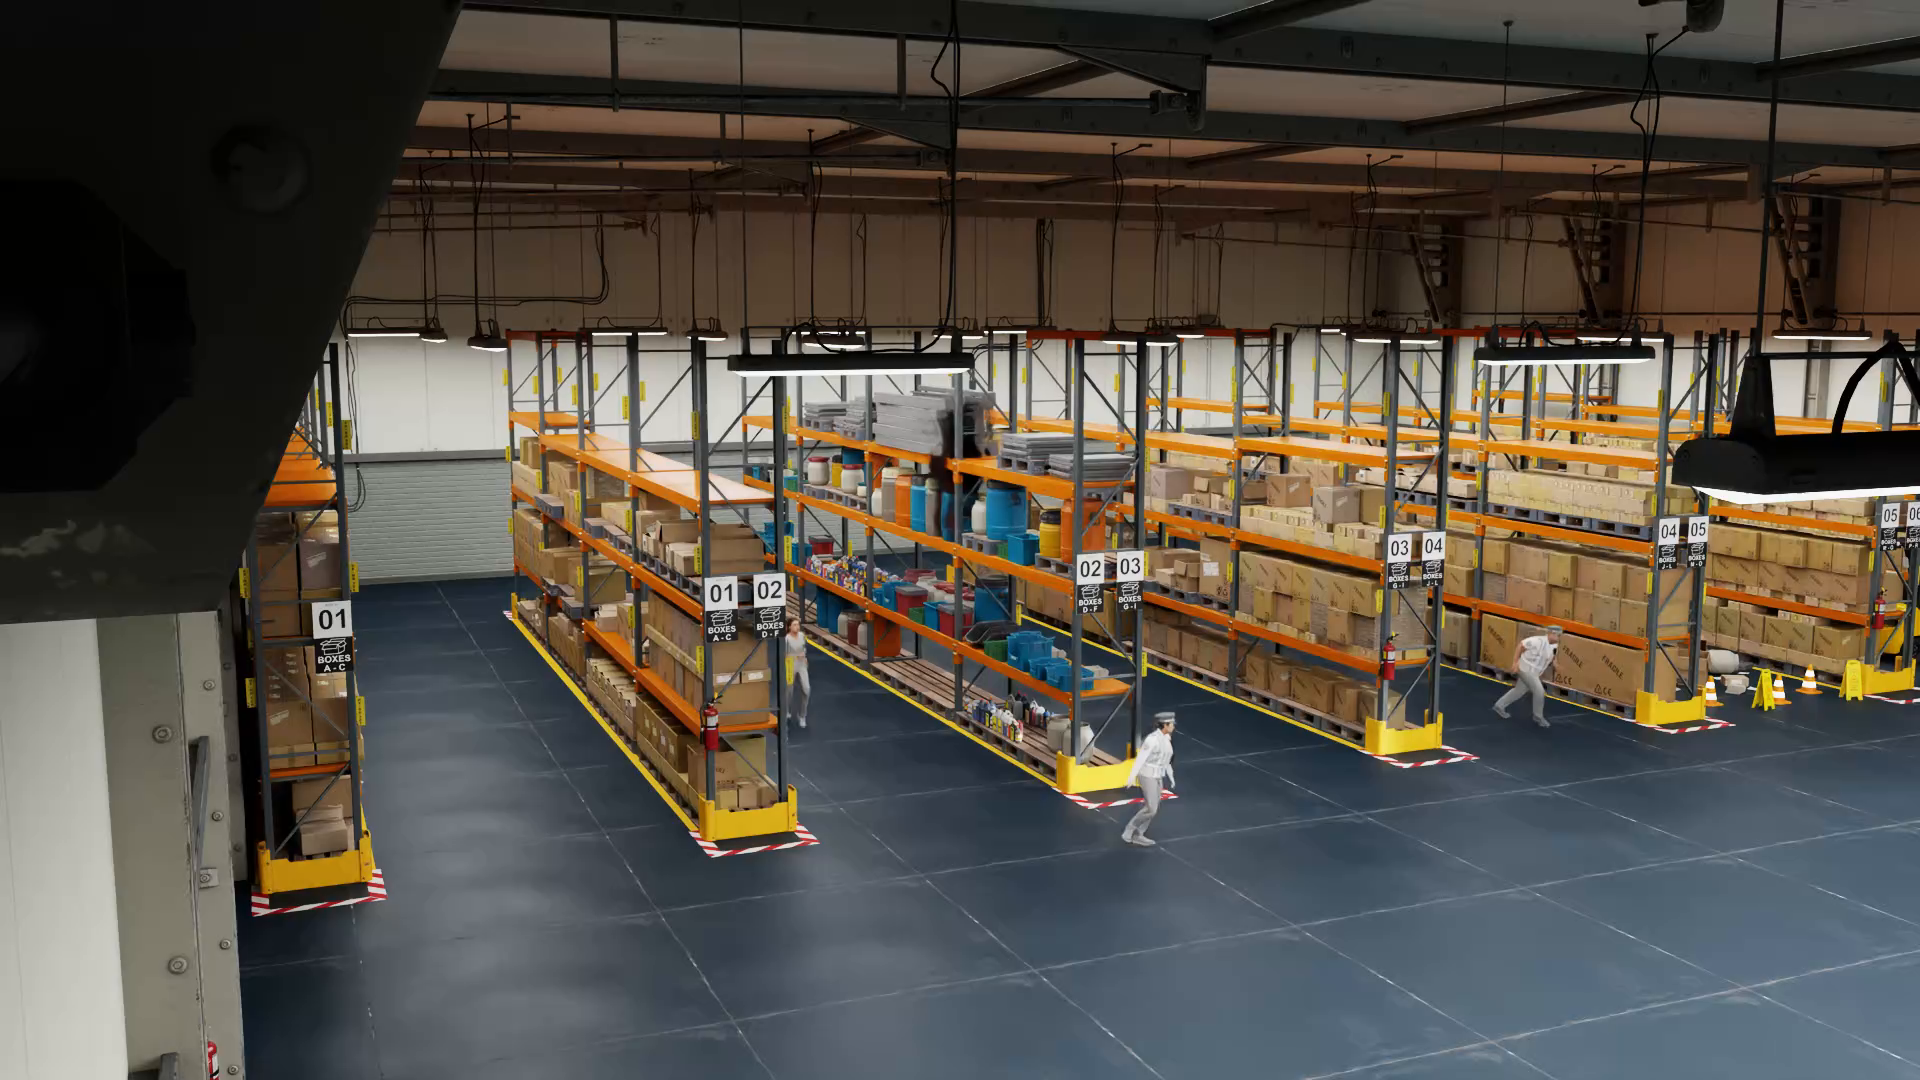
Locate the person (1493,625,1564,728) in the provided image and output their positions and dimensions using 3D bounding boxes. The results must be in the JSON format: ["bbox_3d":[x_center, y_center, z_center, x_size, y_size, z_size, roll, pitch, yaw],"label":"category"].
[{"bbox_3d":[8.798,2.048,25.743,0.687,1.582,1.091,-7,10,-41],"label":"person"}]

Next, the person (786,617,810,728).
[{"bbox_3d":[-2.552,2.026,25.655,0.513,1.713,0.817,-4,9,-27],"label":"person"}]

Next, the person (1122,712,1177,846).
[{"bbox_3d":[2.275,2.848,19.845,0.545,1.630,0.633,5,9,33],"label":"person"}]
